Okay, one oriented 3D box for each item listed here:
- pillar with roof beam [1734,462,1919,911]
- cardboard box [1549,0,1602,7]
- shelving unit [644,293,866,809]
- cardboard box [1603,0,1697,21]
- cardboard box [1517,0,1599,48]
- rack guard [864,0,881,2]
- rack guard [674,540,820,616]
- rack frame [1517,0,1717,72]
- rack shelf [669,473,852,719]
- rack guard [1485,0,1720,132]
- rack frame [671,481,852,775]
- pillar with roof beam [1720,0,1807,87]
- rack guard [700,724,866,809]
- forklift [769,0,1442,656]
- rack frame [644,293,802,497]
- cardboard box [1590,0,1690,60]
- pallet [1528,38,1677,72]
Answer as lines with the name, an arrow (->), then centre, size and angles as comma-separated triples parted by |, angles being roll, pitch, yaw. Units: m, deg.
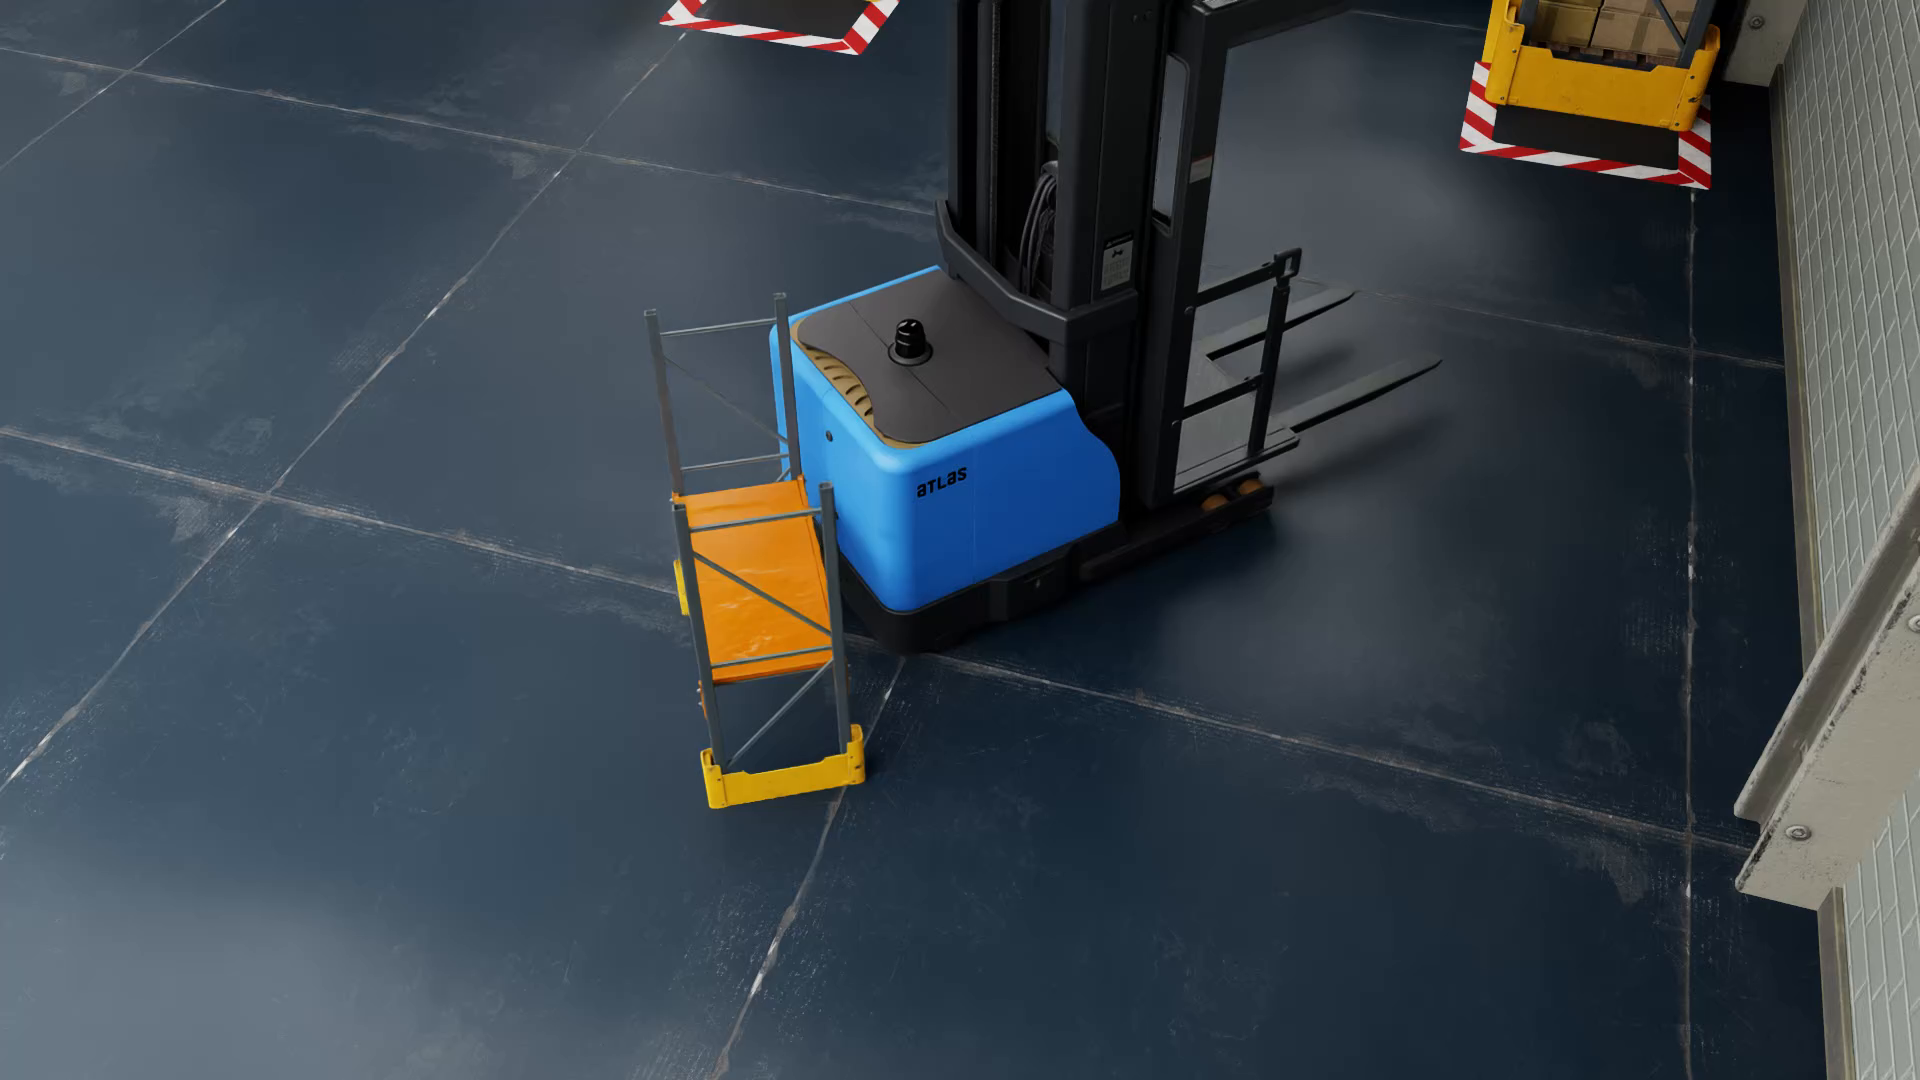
pillar with roof beam -> -1.152, -2.988, 3.768 | 9.100, 9.000, 0.400 | 13, 46, 13
cardboard box -> 3.548, -3.394, 9.781 | 0.500, 0.250, 0.500 | 12, 46, 12
shelving unit -> -0.753, 0.047, 6.029 | 0.587, 1.500, 1.083 | -9, 45, -9
cardboard box -> 4.039, -3.273, 9.658 | 0.500, 0.250, 0.500 | 13, 46, 13
cardboard box -> 3.540, -3.205, 9.946 | 0.500, 0.250, 0.500 | 13, 46, 13
rack guard -> -1.010, -3.864, 10.740 | 1.175, 0.500, 0.348 | 13, 46, 13
rack guard -> -0.861, 0.154, 6.813 | 0.587, 0.250, 0.087 | -9, 45, -9
rack frame -> 3.698, -3.658, 8.742 | 1.000, 3.000, 0.127 | 13, 46, 13
rack shelf -> -0.751, 0.182, 6.148 | 0.538, 0.185, 1.000 | -9, 45, -9
rack guard -> 3.691, -2.748, 9.600 | 1.175, 0.500, 0.348 | 13, 46, 13
rack frame -> -0.641, 0.400, 5.668 | 0.500, 1.500, 0.032 | -9, 45, -9
pillar with roof beam -> 0.665, -6.987, 7.855 | 9.100, 9.000, 0.400 | 13, 46, 13
rack guard -> -0.645, 0.834, 6.118 | 0.587, 0.250, 0.087 | -9, 45, -9
forklift -> 0.766, -1.374, 6.457 | 3.031, 2.935, 1.130 | -23, 49, -22
rack frame -> -0.861, -0.294, 6.377 | 0.500, 1.500, 0.032 | -9, 45, -9
cardboard box -> 4.034, -3.111, 9.849 | 0.500, 0.250, 0.500 | 13, 46, 13
pallet -> 3.890, -3.180, 10.247 | 1.003, 0.211, 1.213 | 13, 46, 13
